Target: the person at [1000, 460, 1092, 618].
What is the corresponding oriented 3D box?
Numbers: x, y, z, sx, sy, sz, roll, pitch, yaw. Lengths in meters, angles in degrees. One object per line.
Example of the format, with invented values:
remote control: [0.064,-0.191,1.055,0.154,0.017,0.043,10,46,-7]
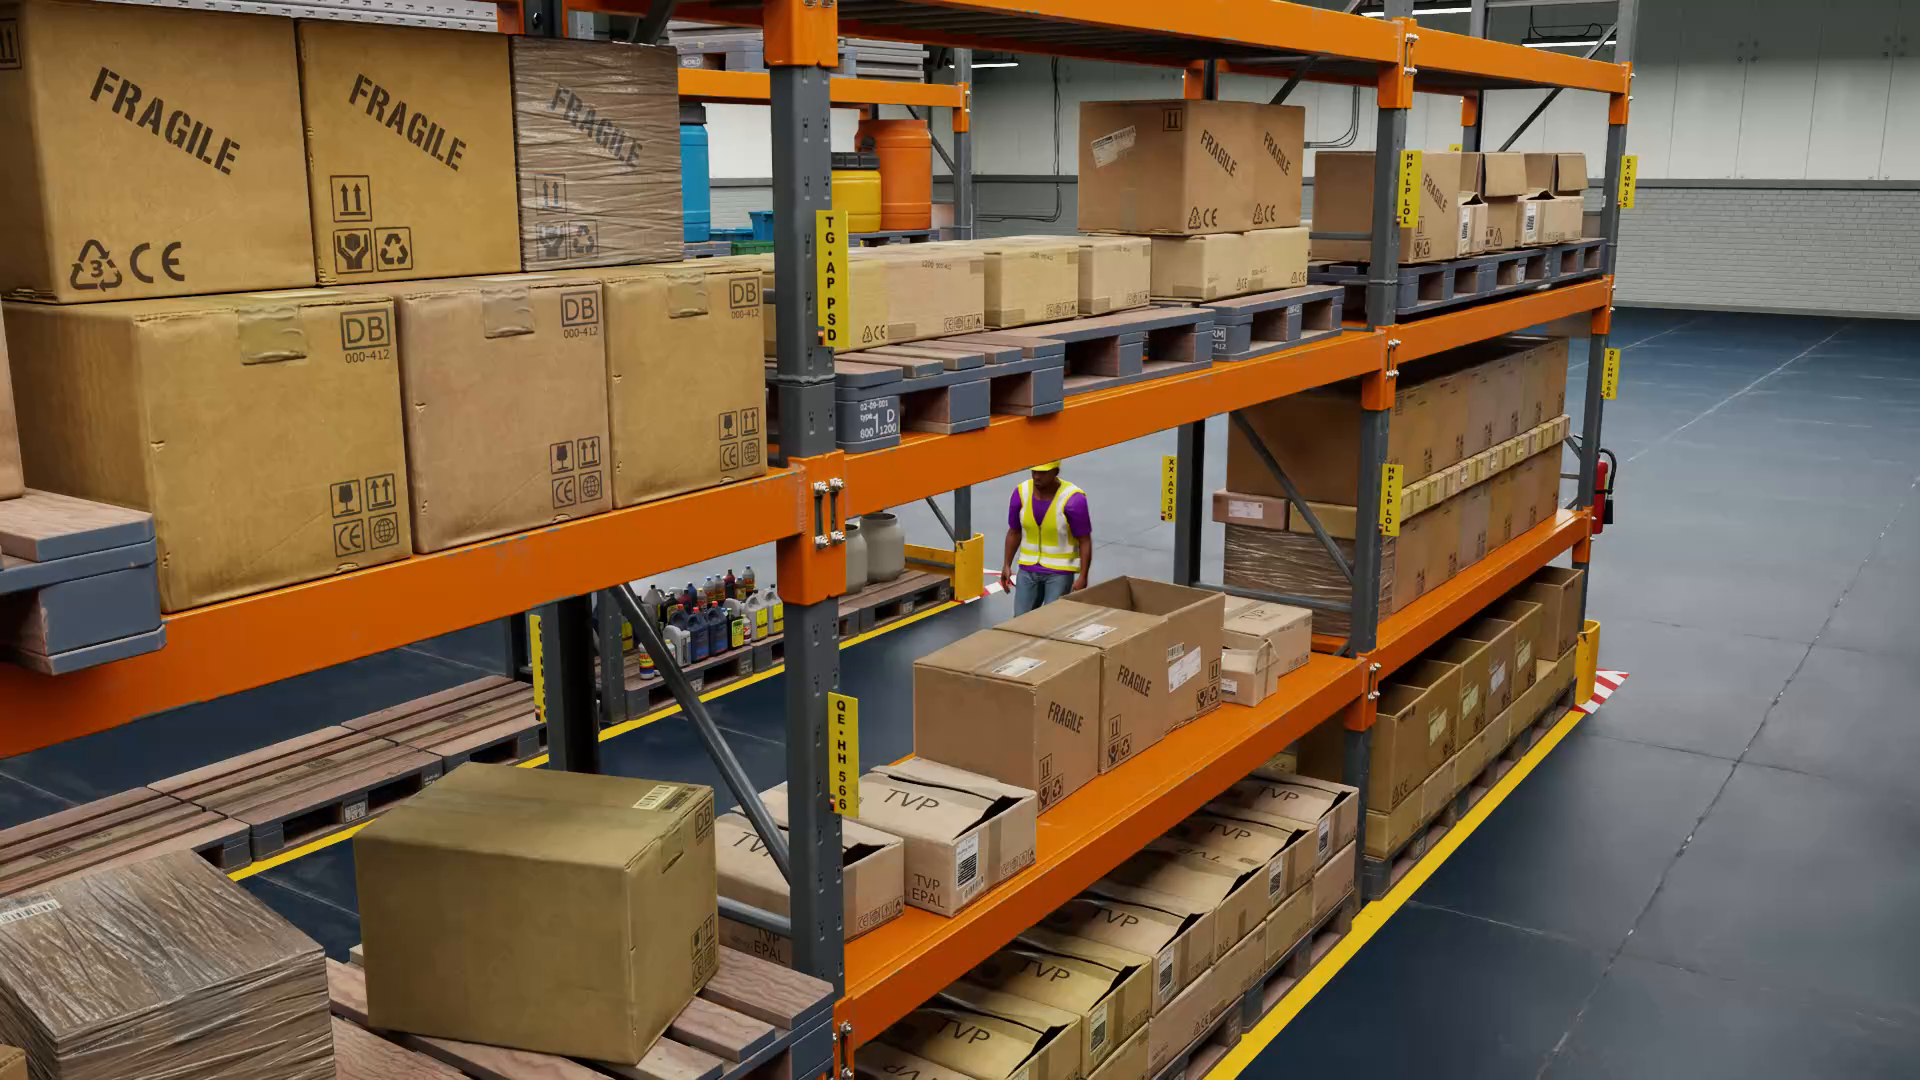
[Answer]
person: [0.560,0.219,10.986,0.633,1.759,0.461,8,15,30]
